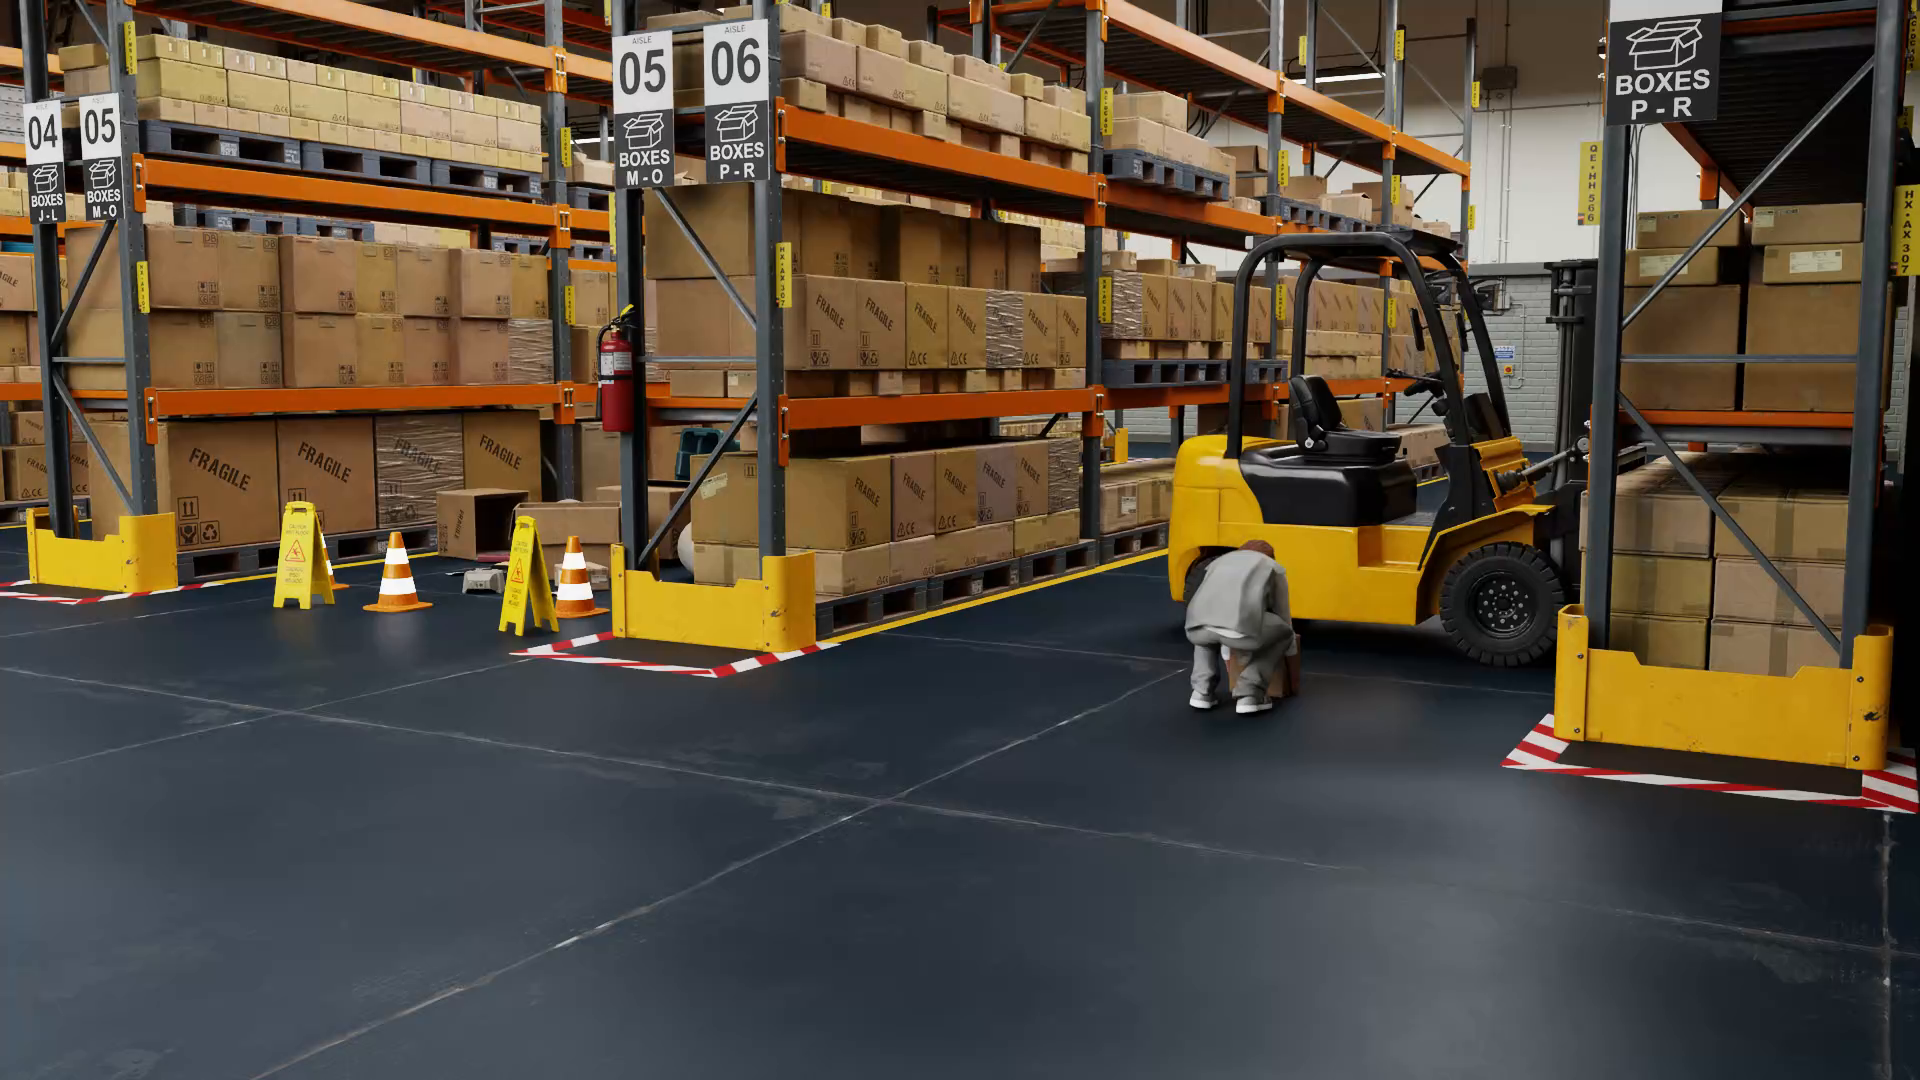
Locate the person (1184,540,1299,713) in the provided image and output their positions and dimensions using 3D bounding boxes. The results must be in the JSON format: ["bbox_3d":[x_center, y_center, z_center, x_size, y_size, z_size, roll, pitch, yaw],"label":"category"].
[{"bbox_3d":[1.235,0.405,7.306,0.429,0.747,0.843,3,7,28],"label":"person"}]
